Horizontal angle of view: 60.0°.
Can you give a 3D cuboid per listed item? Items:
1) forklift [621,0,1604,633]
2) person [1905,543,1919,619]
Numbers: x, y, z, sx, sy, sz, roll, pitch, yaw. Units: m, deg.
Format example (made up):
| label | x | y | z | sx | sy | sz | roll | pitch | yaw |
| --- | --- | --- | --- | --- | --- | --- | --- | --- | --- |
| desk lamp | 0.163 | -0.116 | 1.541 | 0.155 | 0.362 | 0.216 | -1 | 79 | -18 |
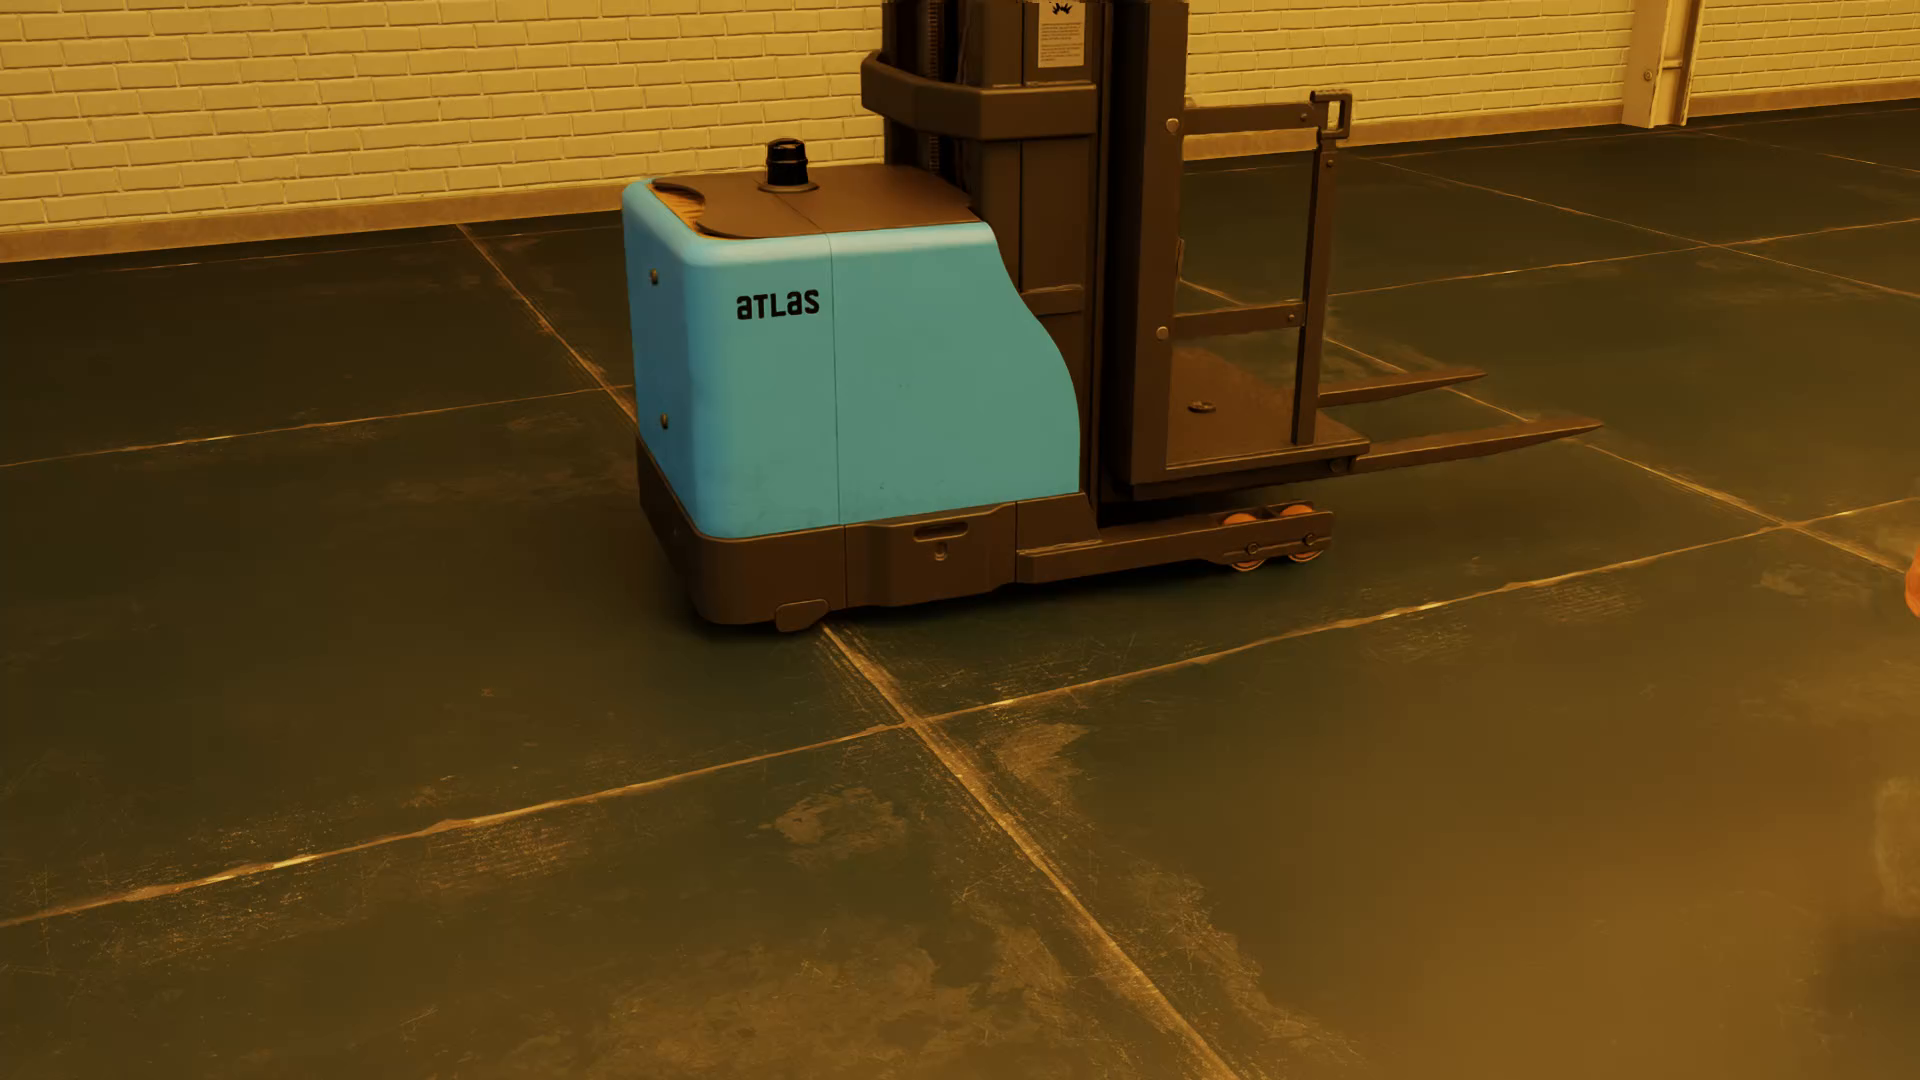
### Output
| label | x | y | z | sx | sy | sz | roll | pitch | yaw |
| --- | --- | --- | --- | --- | --- | --- | --- | --- | --- |
| forklift | 0.574 | -1.443 | 4.760 | 3.031 | 2.935 | 1.130 | -8 | 24 | -19 |
| person | 2.217 | 0.051 | 3.174 | 0.831 | 1.440 | 0.598 | -13 | 26 | -28 |
